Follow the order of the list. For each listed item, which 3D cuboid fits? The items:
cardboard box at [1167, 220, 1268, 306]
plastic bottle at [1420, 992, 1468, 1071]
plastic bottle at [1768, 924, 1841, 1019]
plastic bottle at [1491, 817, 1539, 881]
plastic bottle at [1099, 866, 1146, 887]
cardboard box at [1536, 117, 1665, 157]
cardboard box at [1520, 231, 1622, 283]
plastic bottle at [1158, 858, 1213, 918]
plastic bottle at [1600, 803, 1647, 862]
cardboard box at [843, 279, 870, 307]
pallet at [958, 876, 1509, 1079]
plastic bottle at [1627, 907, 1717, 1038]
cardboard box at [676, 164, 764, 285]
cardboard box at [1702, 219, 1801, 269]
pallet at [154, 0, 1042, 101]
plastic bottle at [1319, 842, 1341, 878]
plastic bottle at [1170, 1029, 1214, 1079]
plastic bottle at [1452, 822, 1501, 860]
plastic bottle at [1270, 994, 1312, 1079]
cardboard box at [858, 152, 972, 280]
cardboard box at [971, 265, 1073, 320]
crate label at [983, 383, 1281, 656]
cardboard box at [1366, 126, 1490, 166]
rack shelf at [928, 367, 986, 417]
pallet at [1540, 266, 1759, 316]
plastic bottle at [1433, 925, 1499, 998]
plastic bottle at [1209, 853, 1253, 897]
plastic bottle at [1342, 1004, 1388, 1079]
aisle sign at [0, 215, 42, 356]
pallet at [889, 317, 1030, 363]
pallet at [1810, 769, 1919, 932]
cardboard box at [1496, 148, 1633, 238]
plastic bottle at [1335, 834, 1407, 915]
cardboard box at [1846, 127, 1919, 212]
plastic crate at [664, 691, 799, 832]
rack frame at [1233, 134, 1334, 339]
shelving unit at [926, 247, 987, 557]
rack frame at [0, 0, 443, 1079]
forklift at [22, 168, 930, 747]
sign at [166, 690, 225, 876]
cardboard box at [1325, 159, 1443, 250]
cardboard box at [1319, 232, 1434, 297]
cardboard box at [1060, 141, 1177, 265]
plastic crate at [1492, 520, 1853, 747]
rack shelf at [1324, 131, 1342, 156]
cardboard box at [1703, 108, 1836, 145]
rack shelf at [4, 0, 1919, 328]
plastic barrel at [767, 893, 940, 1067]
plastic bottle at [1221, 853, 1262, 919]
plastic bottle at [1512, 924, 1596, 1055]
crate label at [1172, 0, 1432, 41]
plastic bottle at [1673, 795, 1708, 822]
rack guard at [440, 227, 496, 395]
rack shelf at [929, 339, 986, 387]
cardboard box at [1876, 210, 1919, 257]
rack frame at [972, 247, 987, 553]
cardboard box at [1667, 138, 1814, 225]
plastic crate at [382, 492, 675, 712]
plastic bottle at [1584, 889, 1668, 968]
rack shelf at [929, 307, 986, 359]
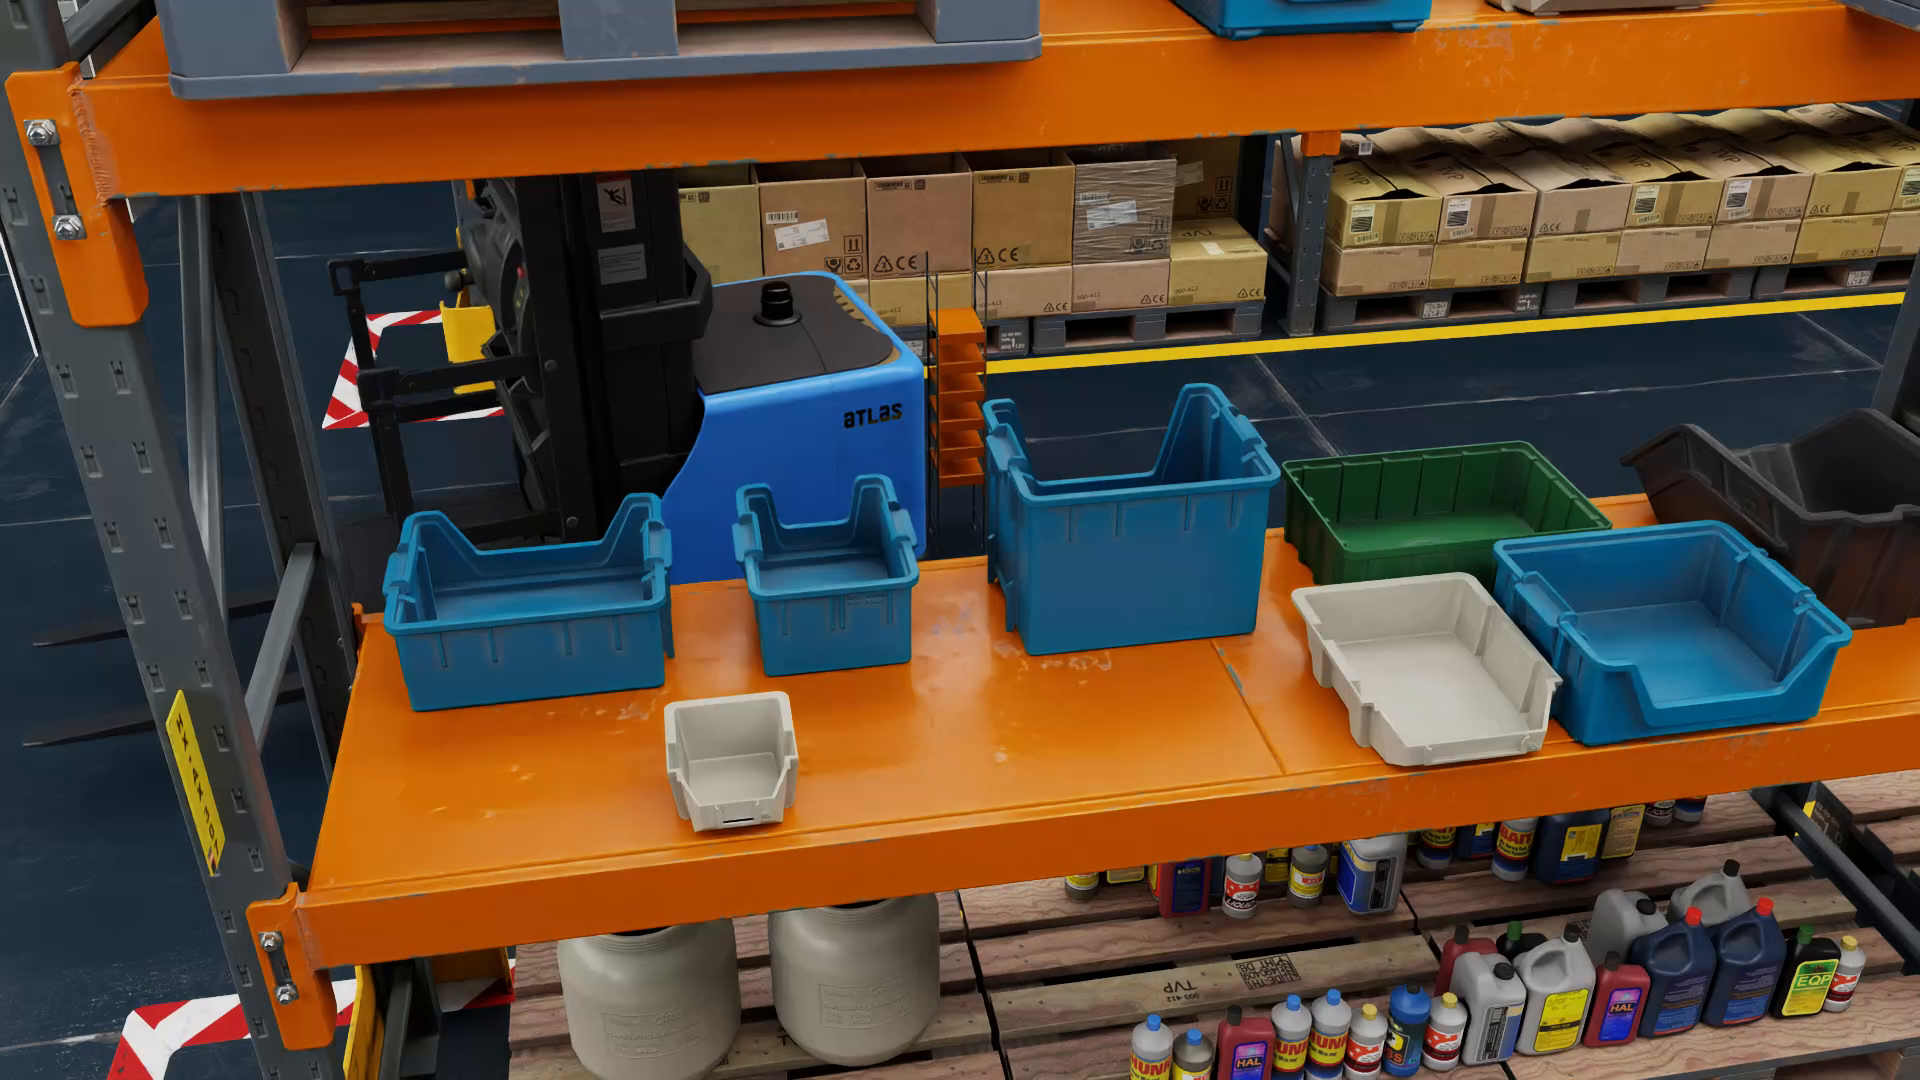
[{"bbox_3d":[1.243,-1.421,8.507,0.500,0.250,0.500,-5,31,-9],"label":"cardboard box"},{"bbox_3d":[1.188,1.196,4.083,0.097,0.201,0.097,0,30,0],"label":"plastic bottle"},{"bbox_3d":[2.134,1.083,4.195,0.133,0.283,0.061,-4,31,-6],"label":"plastic bottle"},{"bbox_3d":[1.558,0.820,4.654,0.097,0.271,0.097,0,30,0],"label":"plastic bottle"},{"bbox_3d":[0.453,0.833,4.619,0.133,0.283,0.061,-5,31,-8],"label":"plastic bottle"},{"bbox_3d":[3.503,-2.133,9.164,0.500,0.311,0.500,-6,31,-10],"label":"cardboard box"},{"bbox_3d":[3.113,-1.581,8.777,0.500,0.250,0.500,-6,31,-10],"label":"cardboard box"},{"bbox_3d":[0.614,0.897,4.511,0.133,0.283,0.061,-5,31,-9],"label":"plastic bottle"},{"bbox_3d":[1.862,0.781,4.708,0.133,0.283,0.061,-5,31,-9],"label":"plastic bottle"},{"bbox_3d":[-0.724,-1.239,8.195,0.500,0.250,0.500,-5,31,-9],"label":"cardboard box"},{"bbox_3d":[0.677,1.249,4.418,1.213,0.211,1.003,-5,31,-9],"label":"pallet"},{"bbox_3d":[1.778,1.065,4.158,0.185,0.351,0.144,-7,31,-11],"label":"plastic bottle"},{"bbox_3d":[-1.216,-1.515,7.927,0.500,0.500,0.500,-5,31,-9],"label":"cardboard box"},{"bbox_3d":[4.119,-1.675,8.938,0.500,0.250,0.500,-5,31,-8],"label":"cardboard box"},{"bbox_3d":[-0.555,-0.980,2.685,1.213,0.211,1.003,-5,31,-9],"label":"pallet"},{"bbox_3d":[1.075,0.768,4.664,0.185,0.351,0.144,-6,31,-9],"label":"plastic bottle"},{"bbox_3d":[0.555,1.255,3.983,0.097,0.201,0.097,0,30,0],"label":"plastic bottle"},{"bbox_3d":[1.494,0.729,4.730,0.185,0.351,0.144,-7,31,-11],"label":"plastic bottle"},{"bbox_3d":[0.790,1.203,4.002,0.097,0.271,0.097,0,30,0],"label":"plastic bottle"},{"bbox_3d":[-0.232,-1.605,8.078,0.500,0.500,0.500,-5,31,-9],"label":"cardboard box"},{"bbox_3d":[0.260,-1.328,8.347,0.500,0.250,0.500,-5,31,-9],"label":"cardboard box"},{"bbox_3d":[0.375,-0.060,3.858,0.616,0.435,0.502,-5,31,-9],"label":"crate label"},{"bbox_3d":[2.517,-2.045,9.014,0.500,0.311,0.500,-4,31,-8],"label":"cardboard box"},{"bbox_3d":[-0.014,-0.581,6.405,0.180,0.103,0.258,-5,31,-9],"label":"rack shelf"},{"bbox_3d":[3.580,-1.575,9.220,1.213,0.211,1.003,-5,31,-9],"label":"pallet"},{"bbox_3d":[1.280,1.084,4.194,0.133,0.283,0.061,-5,31,-9],"label":"plastic bottle"},{"bbox_3d":[0.730,0.834,4.625,0.135,0.276,0.152,-6,31,-10],"label":"plastic bottle"},{"bbox_3d":[0.986,1.215,4.051,0.097,0.201,0.097,0,30,0],"label":"plastic bottle"},{"bbox_3d":[-1.405,-0.710,2.433,0.004,0.787,0.394,-5,31,-9],"label":"aisle sign"},{"bbox_3d":[-0.333,-1.210,8.600,1.213,0.211,1.003,-5,31,-9],"label":"pallet"},{"bbox_3d":[3.313,1.004,4.834,1.213,0.211,1.003,-5,31,-9],"label":"pallet"},{"bbox_3d":[3.113,-1.819,8.629,0.500,0.311,0.500,-6,31,-11],"label":"cardboard box"},{"bbox_3d":[1.127,0.872,4.561,0.135,0.276,0.152,-5,31,-9],"label":"plastic bottle"},{"bbox_3d":[5.123,-2.009,8.953,0.500,0.311,0.500,-5,31,-8],"label":"cardboard box"},{"bbox_3d":[-0.448,0.451,3.285,0.250,0.136,0.298,-5,31,-9],"label":"plastic crate"},{"bbox_3d":[1.660,-2.577,8.173,0.127,3.000,1.000,-5,31,-9],"label":"rack frame"},{"bbox_3d":[-0.014,-0.516,6.444,0.189,1.200,0.258,-5,31,-9],"label":"shelving unit"},{"bbox_3d":[-1.387,0.258,3.352,0.127,3.000,1.000,-5,31,-9],"label":"rack frame"},{"bbox_3d":[-1.676,-0.880,5.355,3.031,2.935,1.130,-12,33,-20],"label":"forklift"},{"bbox_3d":[-1.292,0.414,2.814,0.005,0.325,0.100,-5,31,-9],"label":"sign"},{"bbox_3d":[2.111,-1.728,8.475,0.500,0.311,0.500,-5,31,-9],"label":"cardboard box"},{"bbox_3d":[2.101,-1.486,8.616,0.500,0.250,0.500,-6,31,-10],"label":"cardboard box"},{"bbox_3d":[0.749,-1.705,8.249,0.500,0.500,0.500,-5,31,-9],"label":"cardboard box"},{"bbox_3d":[1.508,0.193,3.608,0.616,0.251,0.499,-5,31,-9],"label":"plastic crate"},{"bbox_3d":[3.627,-2.450,8.666,4.000,0.370,1.077,-5,31,-9],"label":"rack shelf"},{"bbox_3d":[4.511,-2.226,9.322,0.500,0.311,0.500,-6,31,-10],"label":"cardboard box"},{"bbox_3d":[0.581,-0.907,3.084,4.000,0.370,1.077,-5,31,-9],"label":"rack shelf"},{"bbox_3d":[-0.260,1.006,4.121,0.421,0.512,0.421,0,30,0],"label":"plastic barrel"},{"bbox_3d":[0.771,0.927,4.541,0.097,0.201,0.097,0,30,0],"label":"plastic bottle"},{"bbox_3d":[1.460,1.095,4.108,0.185,0.351,0.144,-5,31,-9],"label":"plastic bottle"},{"bbox_3d":[0.514,-0.977,2.639,0.408,0.251,0.502,-5,31,-9],"label":"crate label"},{"bbox_3d":[2.156,0.690,4.875,0.097,0.271,0.097,0,30,0],"label":"plastic bottle"},{"bbox_3d":[-2.299,-1.132,8.182,0.348,0.500,1.175,-5,31,-9],"label":"rack guard"},{"bbox_3d":[-0.014,-0.684,6.344,0.180,0.103,0.258,-5,31,-9],"label":"rack shelf"},{"bbox_3d":[5.120,-1.768,9.096,0.500,0.250,0.500,-5,31,-8],"label":"cardboard box"},{"bbox_3d":[0.076,-0.524,6.458,0.006,1.200,0.240,-5,31,-9],"label":"rack frame"},{"bbox_3d":[4.116,-1.914,8.790,0.500,0.311,0.500,-5,31,-9],"label":"cardboard box"},{"bbox_3d":[-0.948,0.127,3.721,0.616,0.251,0.499,-5,31,-9],"label":"plastic crate"},{"bbox_3d":[1.726,1.026,4.299,0.135,0.276,0.152,-5,31,-9],"label":"plastic bottle"},{"bbox_3d":[-0.014,-0.788,6.284,0.180,0.103,0.258,-5,31,-9],"label":"rack shelf"}]
